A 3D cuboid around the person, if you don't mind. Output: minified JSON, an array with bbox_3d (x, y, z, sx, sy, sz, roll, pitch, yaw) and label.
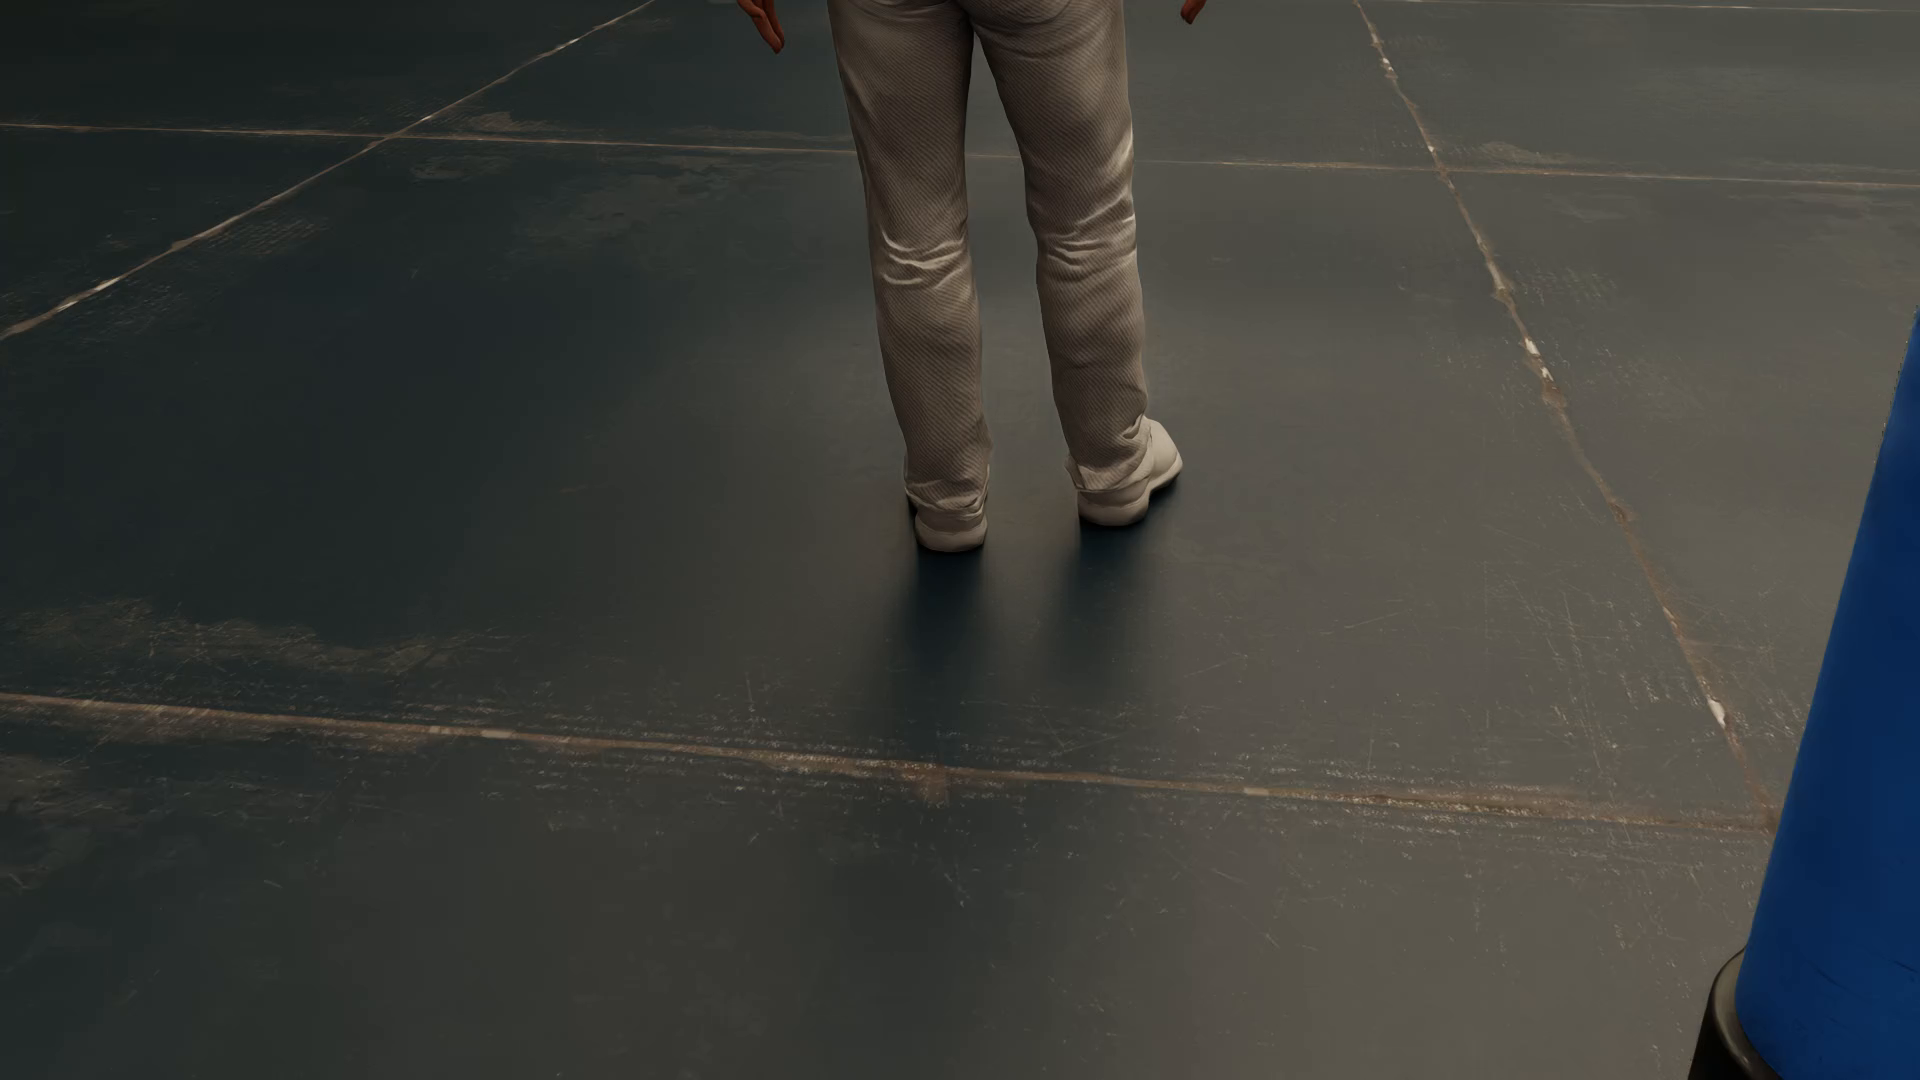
[{"bbox_3d":[0.015,-0.827,2.163,0.665,1.766,0.576,3,27,7],"label":"person"}]
